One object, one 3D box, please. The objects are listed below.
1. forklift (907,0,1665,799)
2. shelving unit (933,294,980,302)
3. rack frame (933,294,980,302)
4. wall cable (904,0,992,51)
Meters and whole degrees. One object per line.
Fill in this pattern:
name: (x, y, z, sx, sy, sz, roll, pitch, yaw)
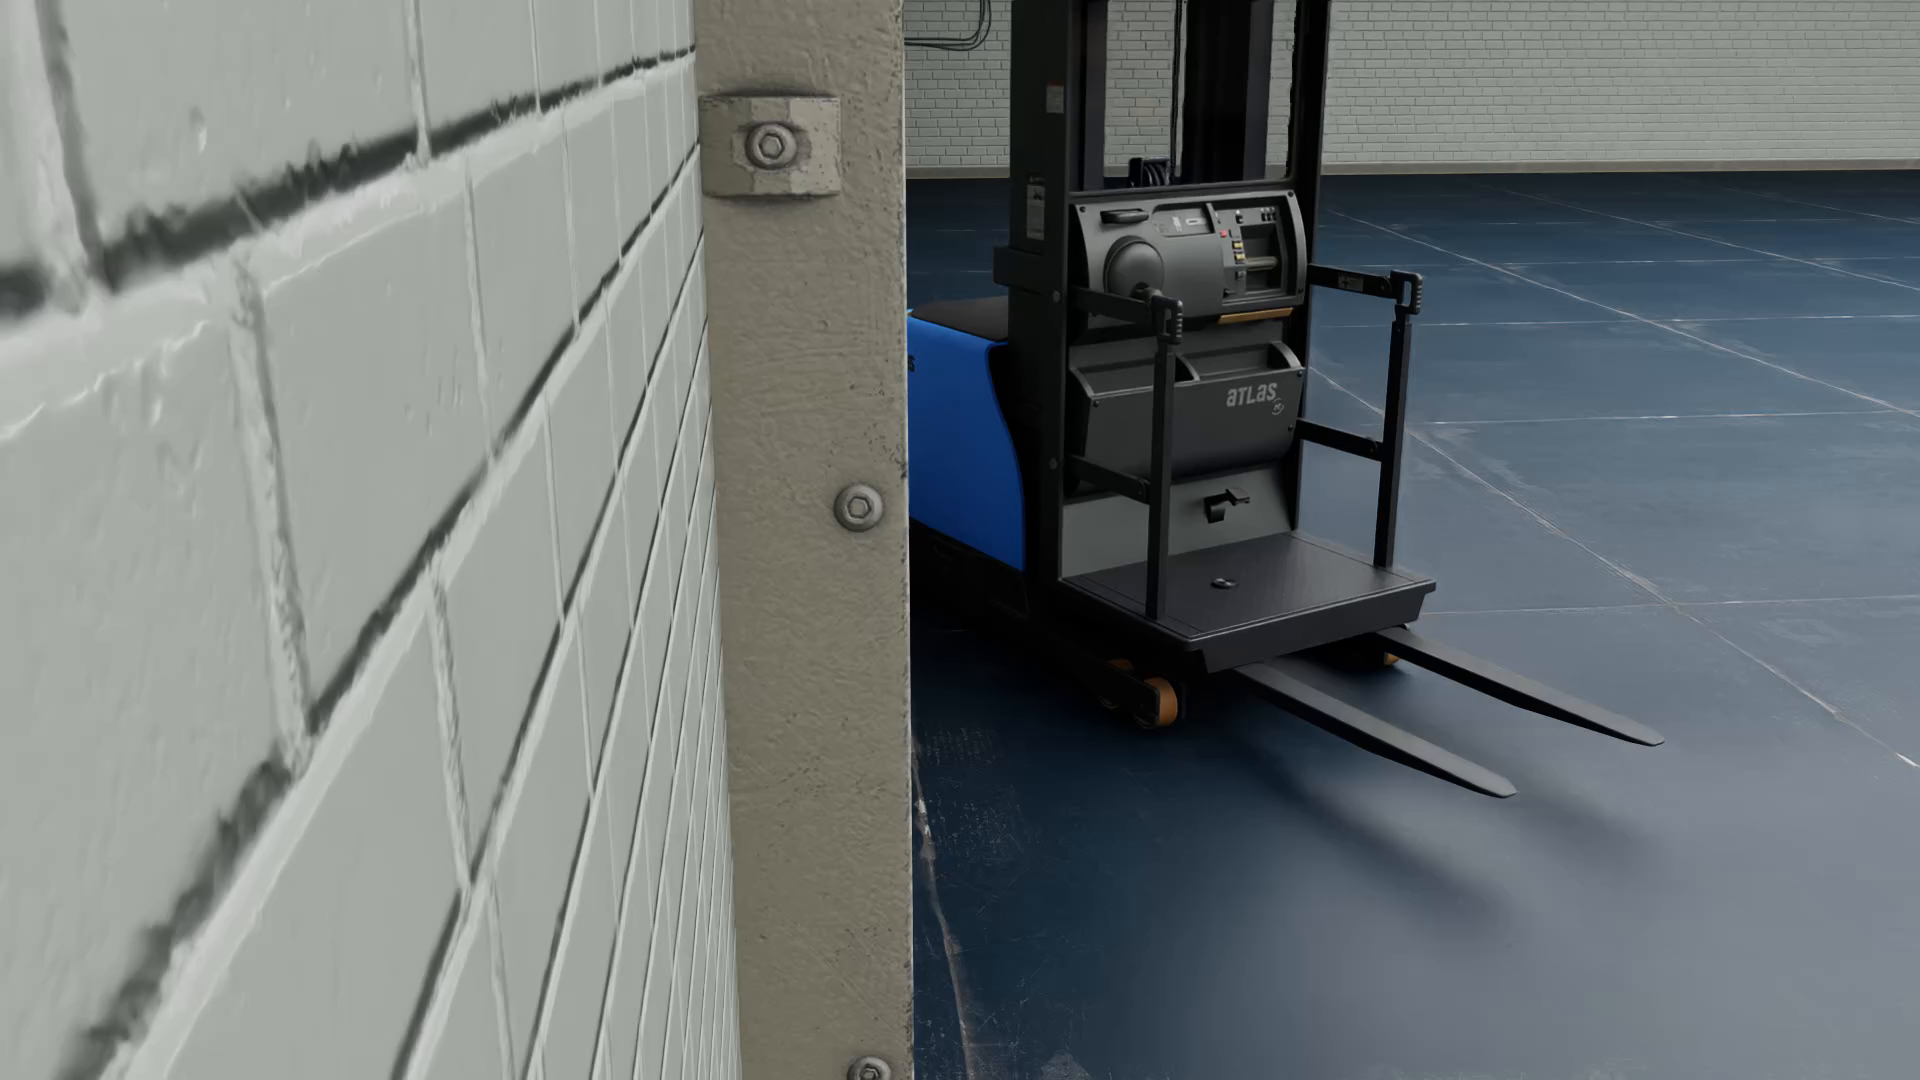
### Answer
forklift: (0.889, -0.957, 5.332, 1.130, 2.935, 3.031, -11, 20, -30)
shelving unit: (-0.001, -0.488, 6.975, 0.215, 1.050, 0.252, -2, 18, -7)
rack frame: (-0.017, -0.524, 7.091, 0.200, 1.050, 0.008, -2, 18, -7)
wall cable: (-1.100, -7.849, 22.337, 3.097, 2.526, 0.112, -2, 18, -6)
